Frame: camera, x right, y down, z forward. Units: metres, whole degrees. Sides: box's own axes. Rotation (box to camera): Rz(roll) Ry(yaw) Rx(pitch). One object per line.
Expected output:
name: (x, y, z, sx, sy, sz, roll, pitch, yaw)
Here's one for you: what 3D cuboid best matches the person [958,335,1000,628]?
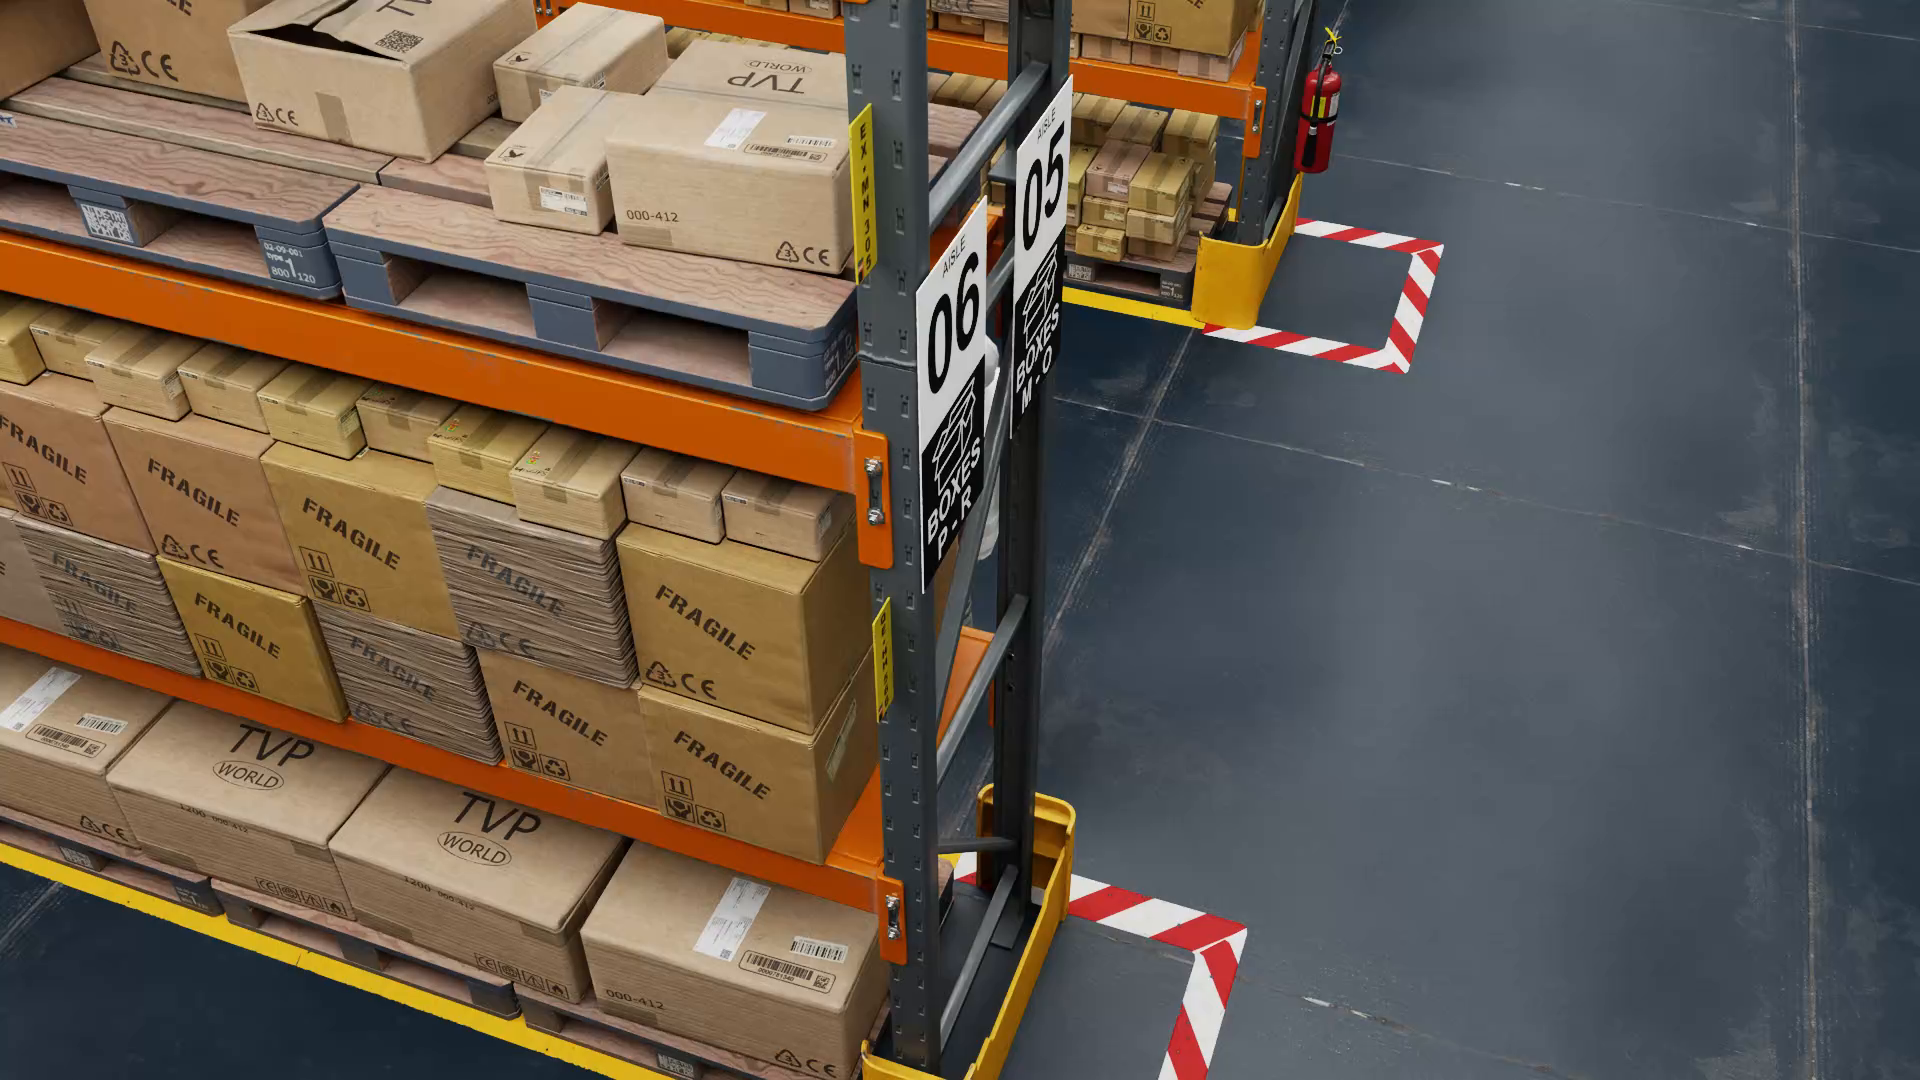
person: (-0.093, -0.074, 6.214, 0.575, 1.784, 0.657, 9, 42, 10)
